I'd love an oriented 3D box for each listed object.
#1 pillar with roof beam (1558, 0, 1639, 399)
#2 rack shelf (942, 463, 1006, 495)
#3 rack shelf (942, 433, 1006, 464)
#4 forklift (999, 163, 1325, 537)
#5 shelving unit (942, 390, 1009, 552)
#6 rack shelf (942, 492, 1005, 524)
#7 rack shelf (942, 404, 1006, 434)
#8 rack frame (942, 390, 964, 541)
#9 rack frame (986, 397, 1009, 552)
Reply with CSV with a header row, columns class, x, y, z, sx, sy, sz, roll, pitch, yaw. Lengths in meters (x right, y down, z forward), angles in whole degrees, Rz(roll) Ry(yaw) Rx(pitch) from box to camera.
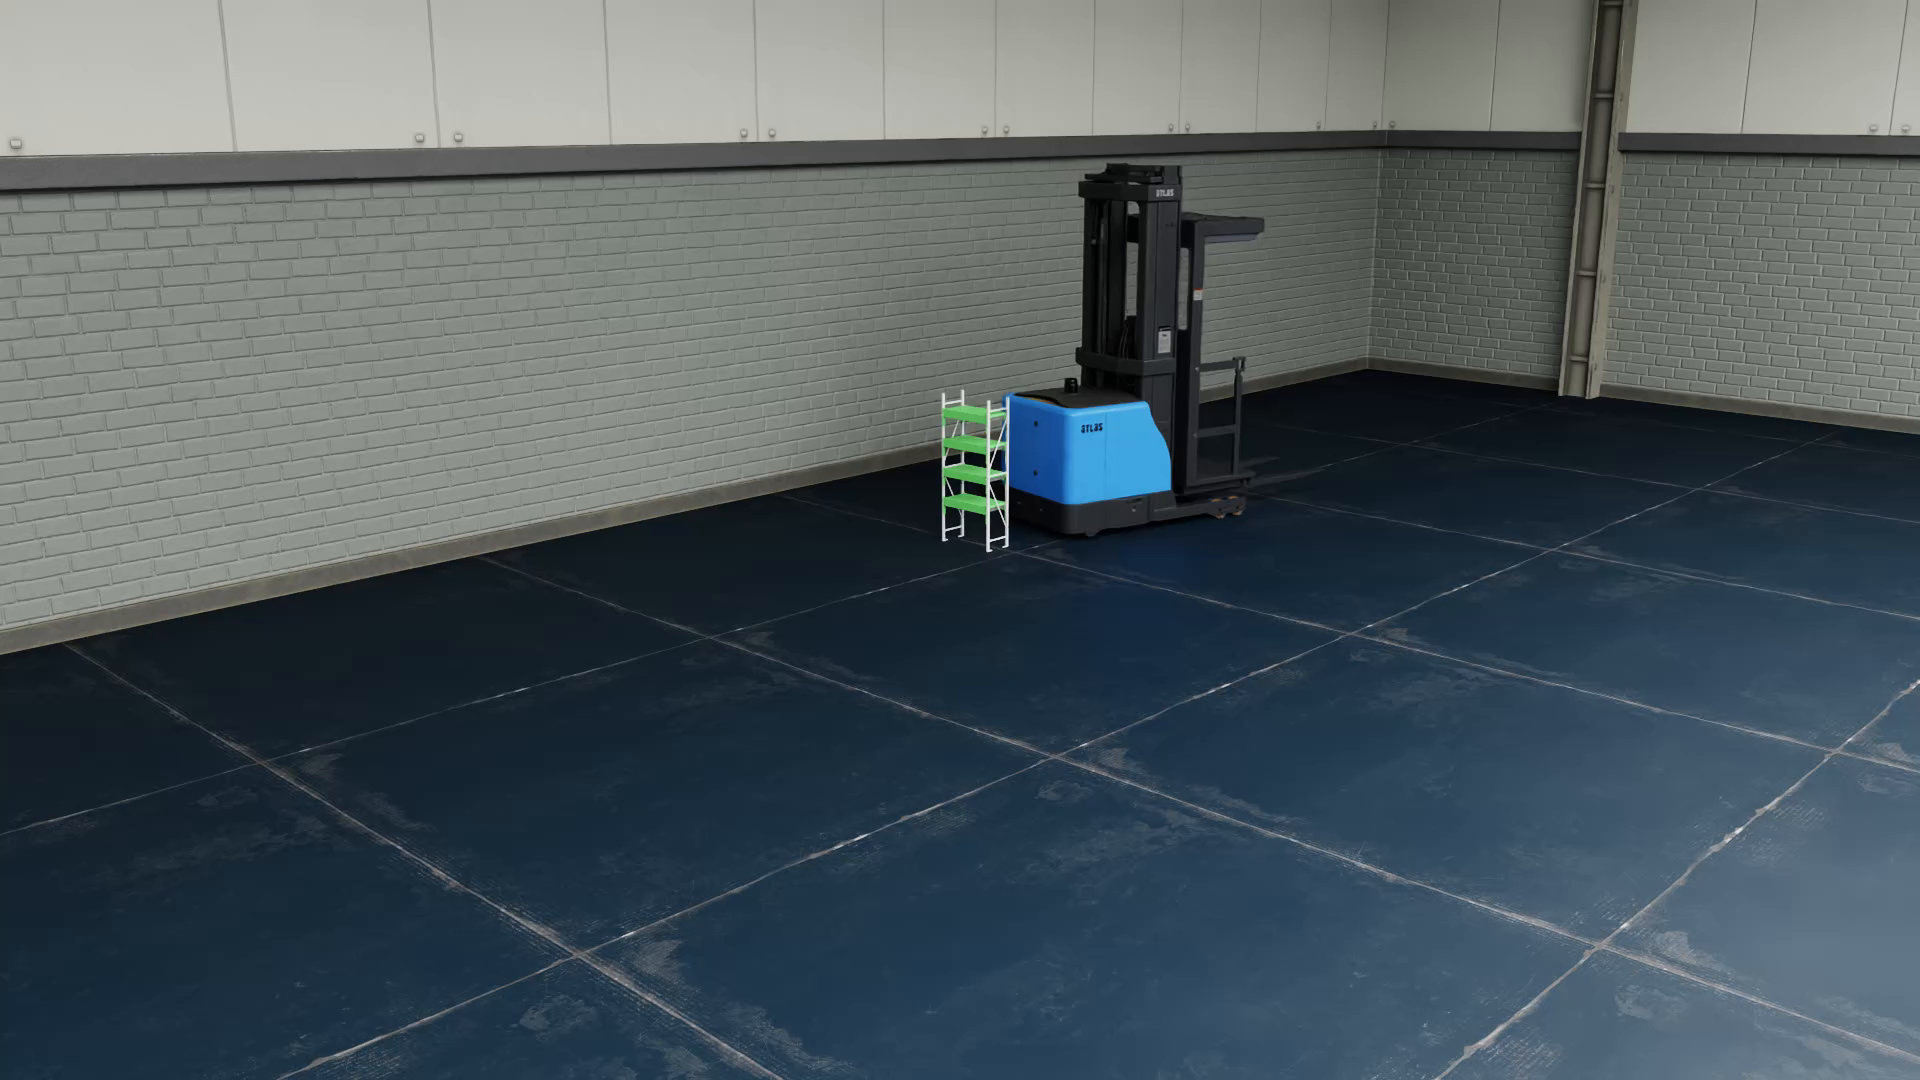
class,x,y,z,sx,sy,sz,roll,pitch,yaw
pillar with roof beam,4.509,-5.322,16.012,0.400,9.000,9.100,14,20,42
rack shelf,0.119,-0.490,13.186,0.480,0.148,0.258,14,20,42
rack shelf,0.119,-0.722,13.125,0.480,0.148,0.258,14,20,42
forklift,1.847,-1.702,14.153,3.031,2.935,1.130,-9,17,-32
shelving unit,0.119,-0.552,13.170,0.503,1.200,0.258,14,20,42
rack shelf,0.119,-0.258,13.246,0.480,0.148,0.258,14,20,42
rack shelf,0.119,-0.954,13.065,0.480,0.148,0.258,14,20,42
rack frame,-0.056,-0.594,13.334,0.015,1.200,0.240,14,20,42
rack frame,0.295,-0.509,13.006,0.015,1.200,0.240,14,20,42
